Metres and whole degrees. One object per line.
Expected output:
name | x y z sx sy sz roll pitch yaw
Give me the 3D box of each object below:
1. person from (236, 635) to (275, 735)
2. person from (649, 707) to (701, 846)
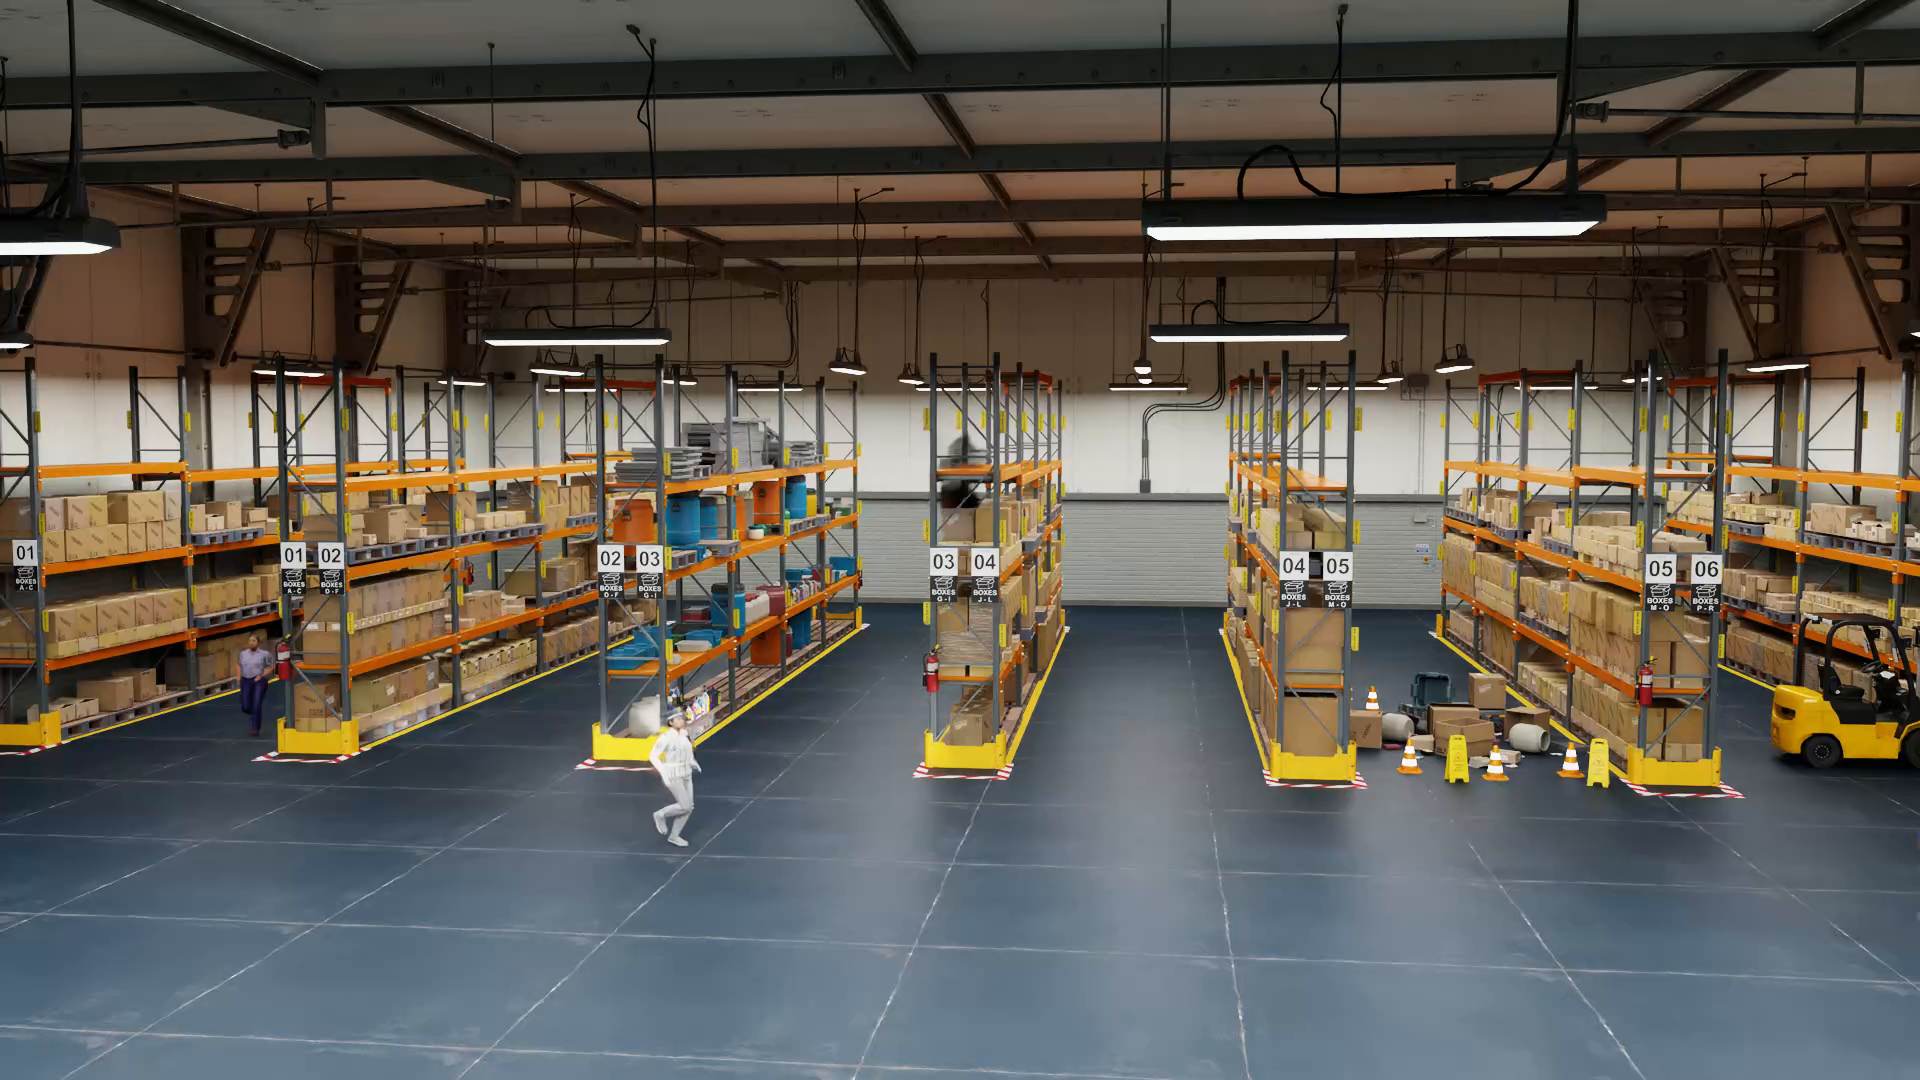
person | -11.331 2.315 26.728 0.623 1.599 0.566 -1 4 -8
person | -3.344 2.794 19.698 0.546 1.657 0.621 2 5 31
